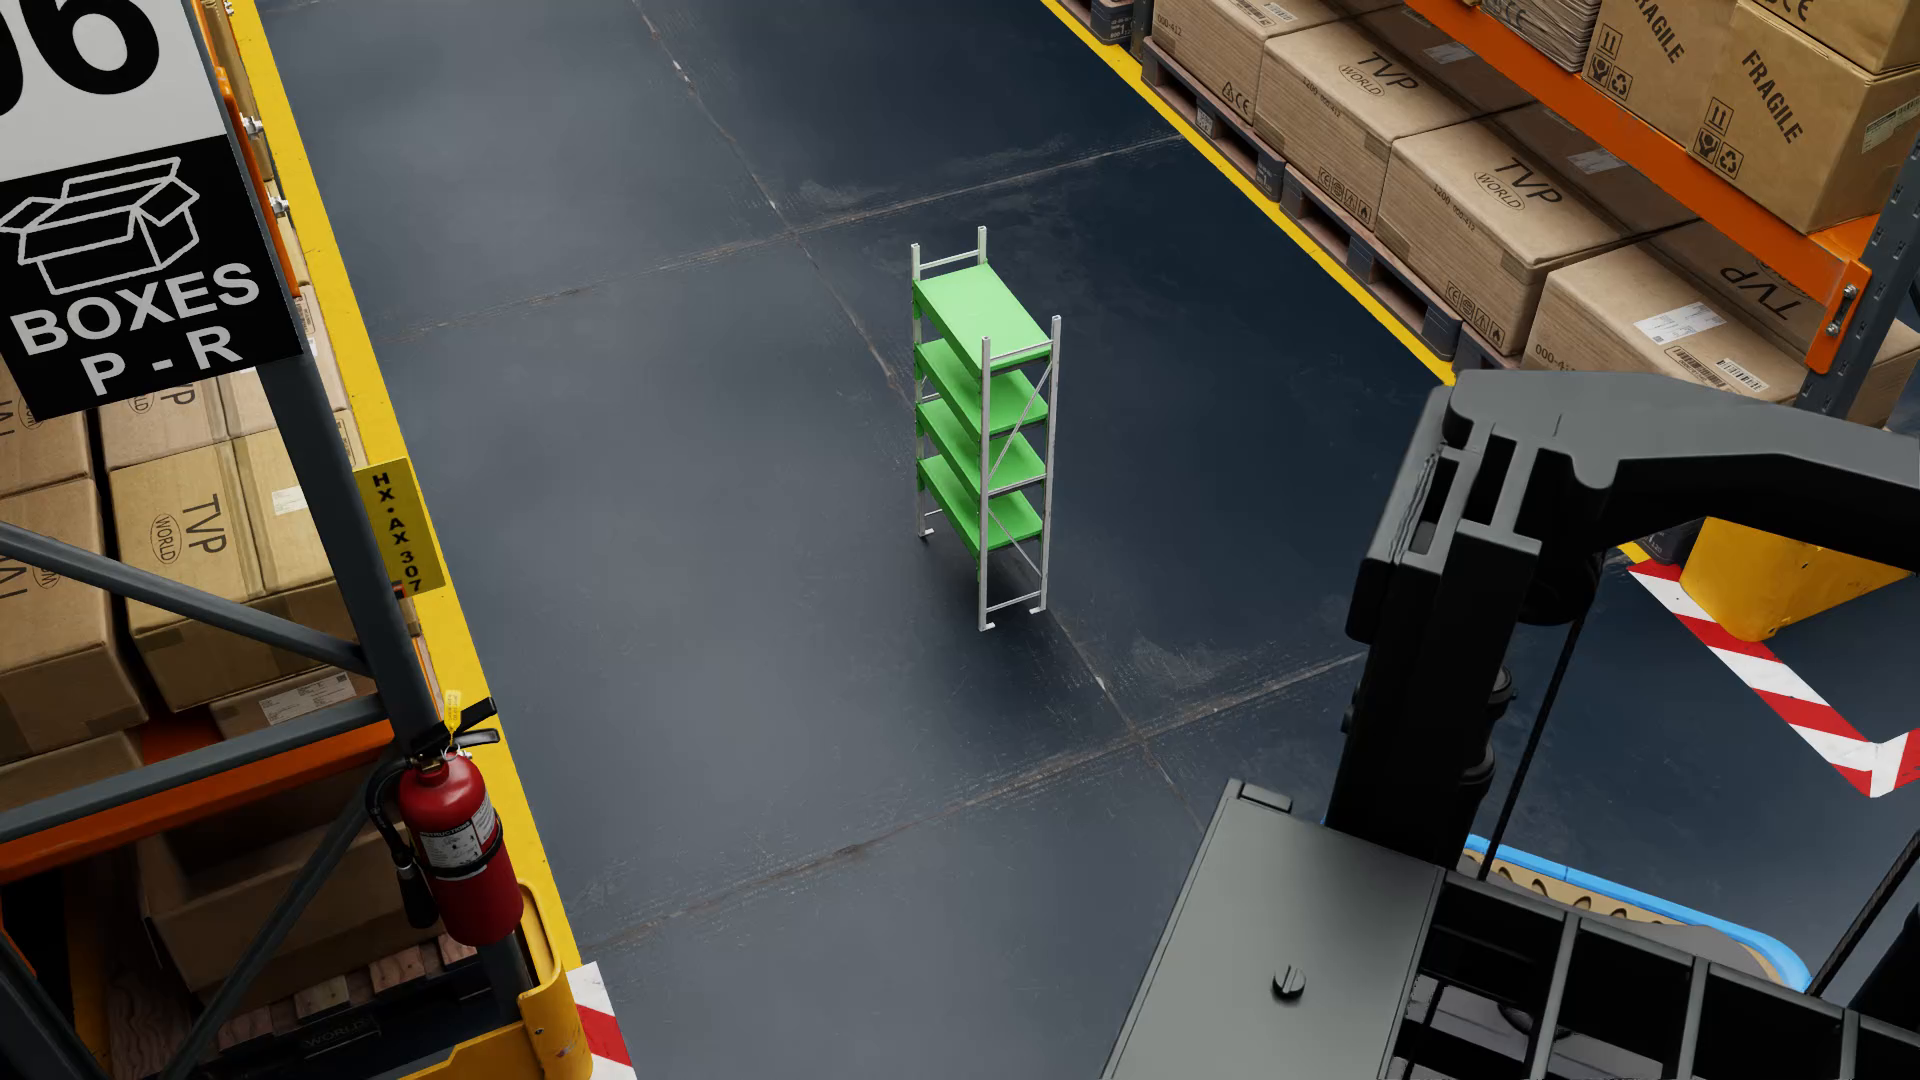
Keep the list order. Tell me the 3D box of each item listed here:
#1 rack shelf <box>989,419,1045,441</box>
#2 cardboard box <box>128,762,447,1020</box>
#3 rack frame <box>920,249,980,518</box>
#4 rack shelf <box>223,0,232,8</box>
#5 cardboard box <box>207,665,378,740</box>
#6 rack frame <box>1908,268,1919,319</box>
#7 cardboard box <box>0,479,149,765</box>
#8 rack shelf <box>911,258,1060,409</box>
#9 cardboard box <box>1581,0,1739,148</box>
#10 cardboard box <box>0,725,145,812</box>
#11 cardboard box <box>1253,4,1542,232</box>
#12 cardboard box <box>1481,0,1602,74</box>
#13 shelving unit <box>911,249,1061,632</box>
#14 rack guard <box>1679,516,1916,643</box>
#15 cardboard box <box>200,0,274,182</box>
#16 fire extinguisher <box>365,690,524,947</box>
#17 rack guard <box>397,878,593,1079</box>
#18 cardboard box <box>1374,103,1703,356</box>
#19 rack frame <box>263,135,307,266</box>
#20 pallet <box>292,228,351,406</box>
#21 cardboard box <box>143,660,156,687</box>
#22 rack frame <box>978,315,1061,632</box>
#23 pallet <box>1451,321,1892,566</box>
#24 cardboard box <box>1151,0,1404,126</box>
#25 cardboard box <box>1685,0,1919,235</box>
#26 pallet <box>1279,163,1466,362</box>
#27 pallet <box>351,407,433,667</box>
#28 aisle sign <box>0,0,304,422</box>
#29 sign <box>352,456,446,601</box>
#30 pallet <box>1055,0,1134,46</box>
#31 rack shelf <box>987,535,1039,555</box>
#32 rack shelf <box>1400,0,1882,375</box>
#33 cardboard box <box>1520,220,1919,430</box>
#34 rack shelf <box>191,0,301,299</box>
[{"bbox_3d":[0.070,-0.467,5.078,0.199,0.029,0.442,-18,47,-17],"label":"rack shelf"},{"bbox_3d":[-1.680,0.774,4.309,0.797,0.503,0.637,-20,48,-19],"label":"cardboard box"},{"bbox_3d":[-0.034,-0.477,5.379,0.228,1.046,0.006,-18,47,-17],"label":"rack frame"},{"bbox_3d":[-4.031,-3.115,7.284,1.077,0.370,4.000,-18,47,-17],"label":"rack shelf"},{"bbox_3d":[-1.398,0.251,3.539,0.380,0.149,0.250,-18,48,-18],"label":"cardboard box"},{"bbox_3d":[2.990,-1.015,4.643,0.949,2.616,0.053,-18,47,-17],"label":"rack frame"},{"bbox_3d":[-1.943,0.185,3.322,0.500,0.250,0.500,-17,47,-16],"label":"cardboard box"},{"bbox_3d":[0.070,-0.618,4.929,0.258,0.148,0.480,-18,47,-17],"label":"rack shelf"},{"bbox_3d":[2.353,-1.605,5.170,0.500,0.500,0.500,-19,48,-18],"label":"cardboard box"},{"bbox_3d":[-1.891,0.410,3.378,0.380,0.149,0.250,-19,48,-18],"label":"cardboard box"},{"bbox_3d":[1.855,-1.800,6.964,0.875,0.438,0.875,-19,48,-19],"label":"cardboard box"},{"bbox_3d":[2.128,-1.930,5.499,0.500,0.500,0.500,-17,47,-16],"label":"cardboard box"},{"bbox_3d":[4.177,-4.790,9.751,13.061,1.200,8.595,-18,47,-17],"label":"shelving unit"},{"bbox_3d":[3.004,-0.111,5.506,1.175,0.500,0.348,-18,47,-17],"label":"rack guard"},{"bbox_3d":[-2.086,-1.192,4.183,0.500,0.500,0.500,-17,47,-16],"label":"cardboard box"},{"bbox_3d":[-1.027,0.570,3.358,0.296,0.674,0.183,-18,47,-17],"label":"fire extinguisher"},{"bbox_3d":[-1.540,1.294,4.083,1.175,0.500,0.348,-18,47,-17],"label":"rack guard"},{"bbox_3d":[2.233,-1.225,6.381,0.875,0.438,0.875,-17,47,-16],"label":"cardboard box"},{"bbox_3d":[-3.190,-2.097,5.739,1.000,3.000,0.127,-18,47,-17],"label":"rack frame"},{"bbox_3d":[-2.903,-0.666,6.275,1.003,0.211,1.213,-18,47,-17],"label":"pallet"},{"bbox_3d":[-1.942,0.230,3.560,0.380,0.149,0.250,-17,47,-16],"label":"cardboard box"},{"bbox_3d":[0.172,-0.166,5.064,0.240,1.200,0.015,-18,47,-17],"label":"rack frame"},{"bbox_3d":[2.586,-0.510,6.116,1.003,0.211,1.213,-18,47,-17],"label":"pallet"},{"bbox_3d":[1.478,-2.371,7.542,0.875,0.438,0.875,-19,48,-18],"label":"cardboard box"},{"bbox_3d":[2.551,-1.281,4.841,0.500,0.500,0.500,-18,47,-17],"label":"cardboard box"},{"bbox_3d":[2.077,-1.286,6.903,1.003,0.211,1.213,-18,47,-17],"label":"pallet"},{"bbox_3d":[-2.386,0.112,5.486,1.003,0.211,1.213,-18,47,-17],"label":"pallet"},{"bbox_3d":[-1.213,-0.516,2.287,0.394,0.787,0.004,-18,47,-17],"label":"aisle sign"},{"bbox_3d":[-1.016,-0.016,3.014,0.100,0.325,0.005,-18,47,-17],"label":"sign"},{"bbox_3d":[0.919,-3.042,8.683,1.003,0.211,1.213,-18,47,-17],"label":"pallet"},{"bbox_3d":[0.070,-0.126,5.415,0.199,0.029,0.442,-18,47,-17],"label":"rack shelf"},{"bbox_3d":[2.153,-2.034,6.188,1.077,0.370,4.000,-18,47,-17],"label":"rack shelf"},{"bbox_3d":[2.625,-0.645,5.793,0.875,0.438,0.875,-20,48,-19],"label":"cardboard box"},{"bbox_3d":[-2.349,-1.634,3.647,1.077,0.370,4.000,-18,47,-17],"label":"rack shelf"}]
